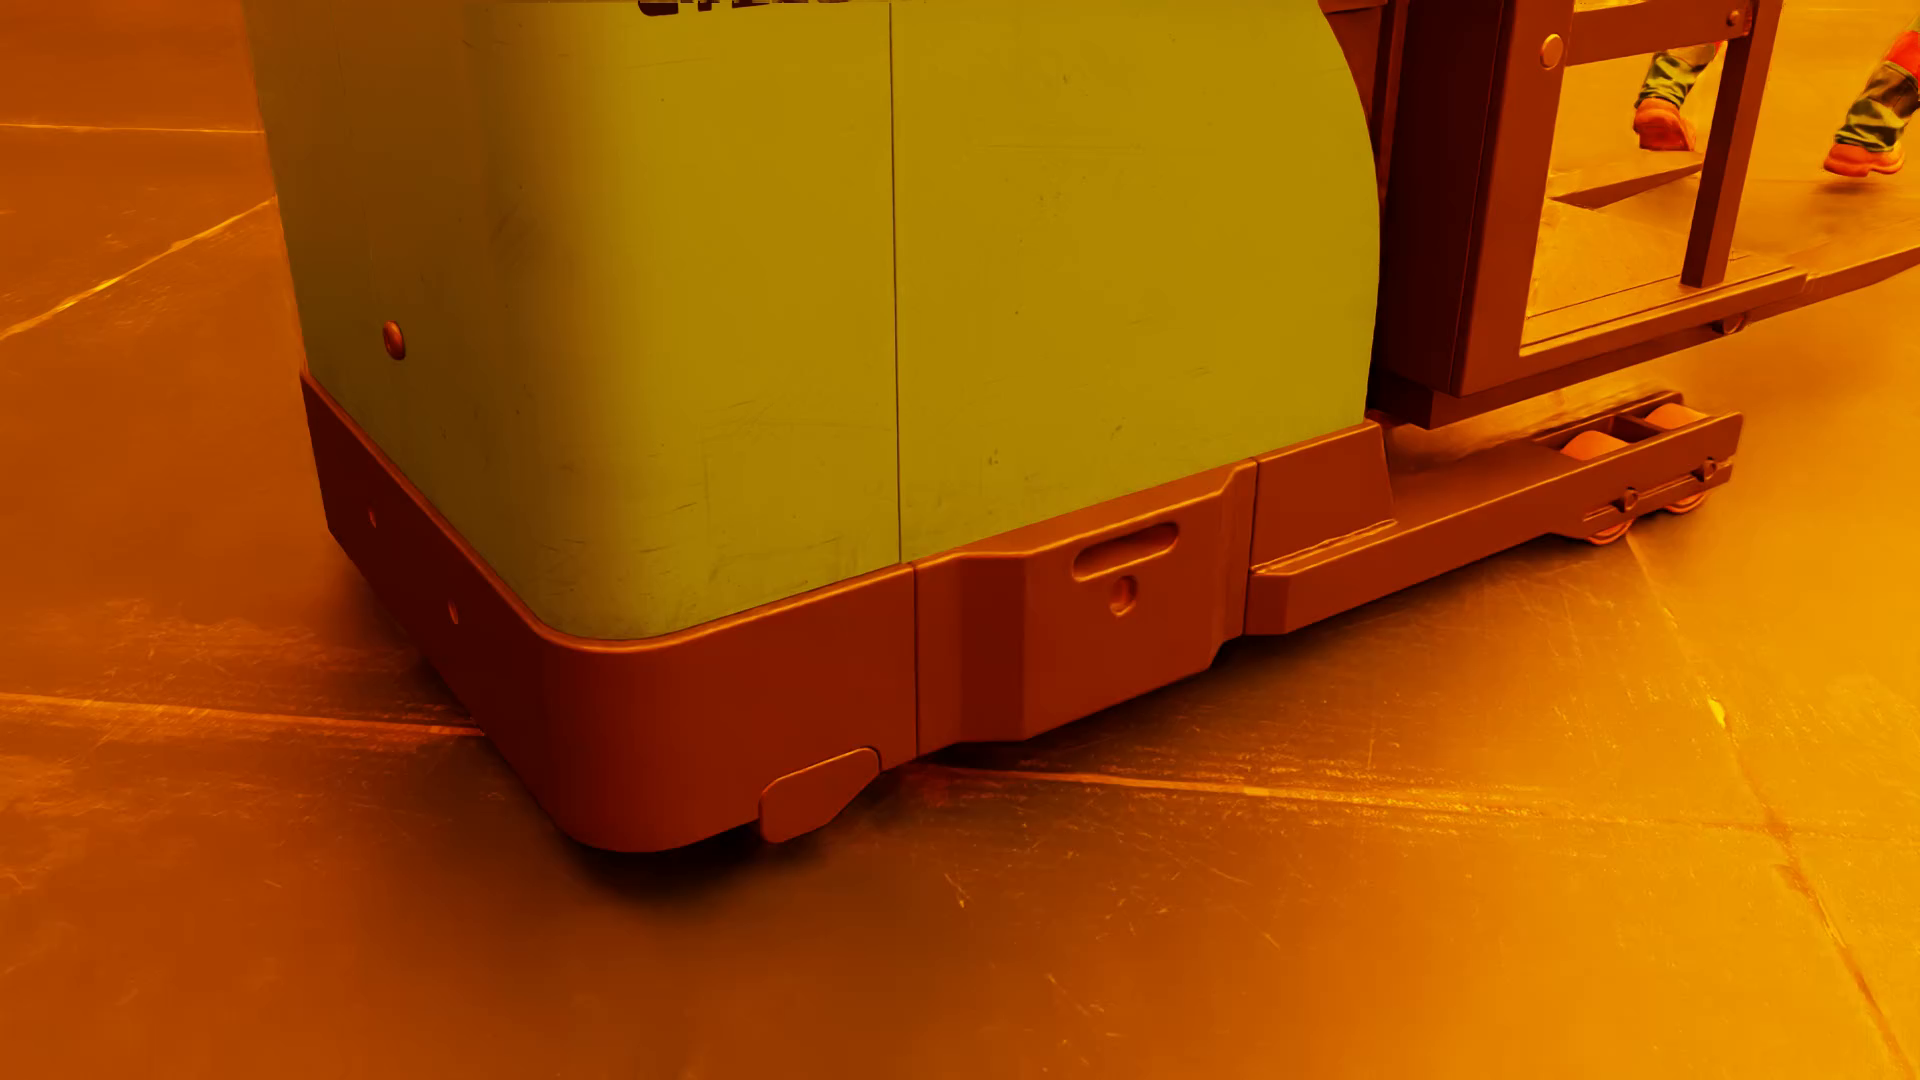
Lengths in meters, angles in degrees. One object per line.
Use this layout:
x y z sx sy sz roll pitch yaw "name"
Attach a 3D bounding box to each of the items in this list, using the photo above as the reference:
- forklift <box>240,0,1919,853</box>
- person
0.596 -1.482 2.188 3.031 2.935 1.130 -17 31 -30 "forklift"
2.356 -1.648 4.041 1.062 1.512 0.755 17 31 30 "person"
